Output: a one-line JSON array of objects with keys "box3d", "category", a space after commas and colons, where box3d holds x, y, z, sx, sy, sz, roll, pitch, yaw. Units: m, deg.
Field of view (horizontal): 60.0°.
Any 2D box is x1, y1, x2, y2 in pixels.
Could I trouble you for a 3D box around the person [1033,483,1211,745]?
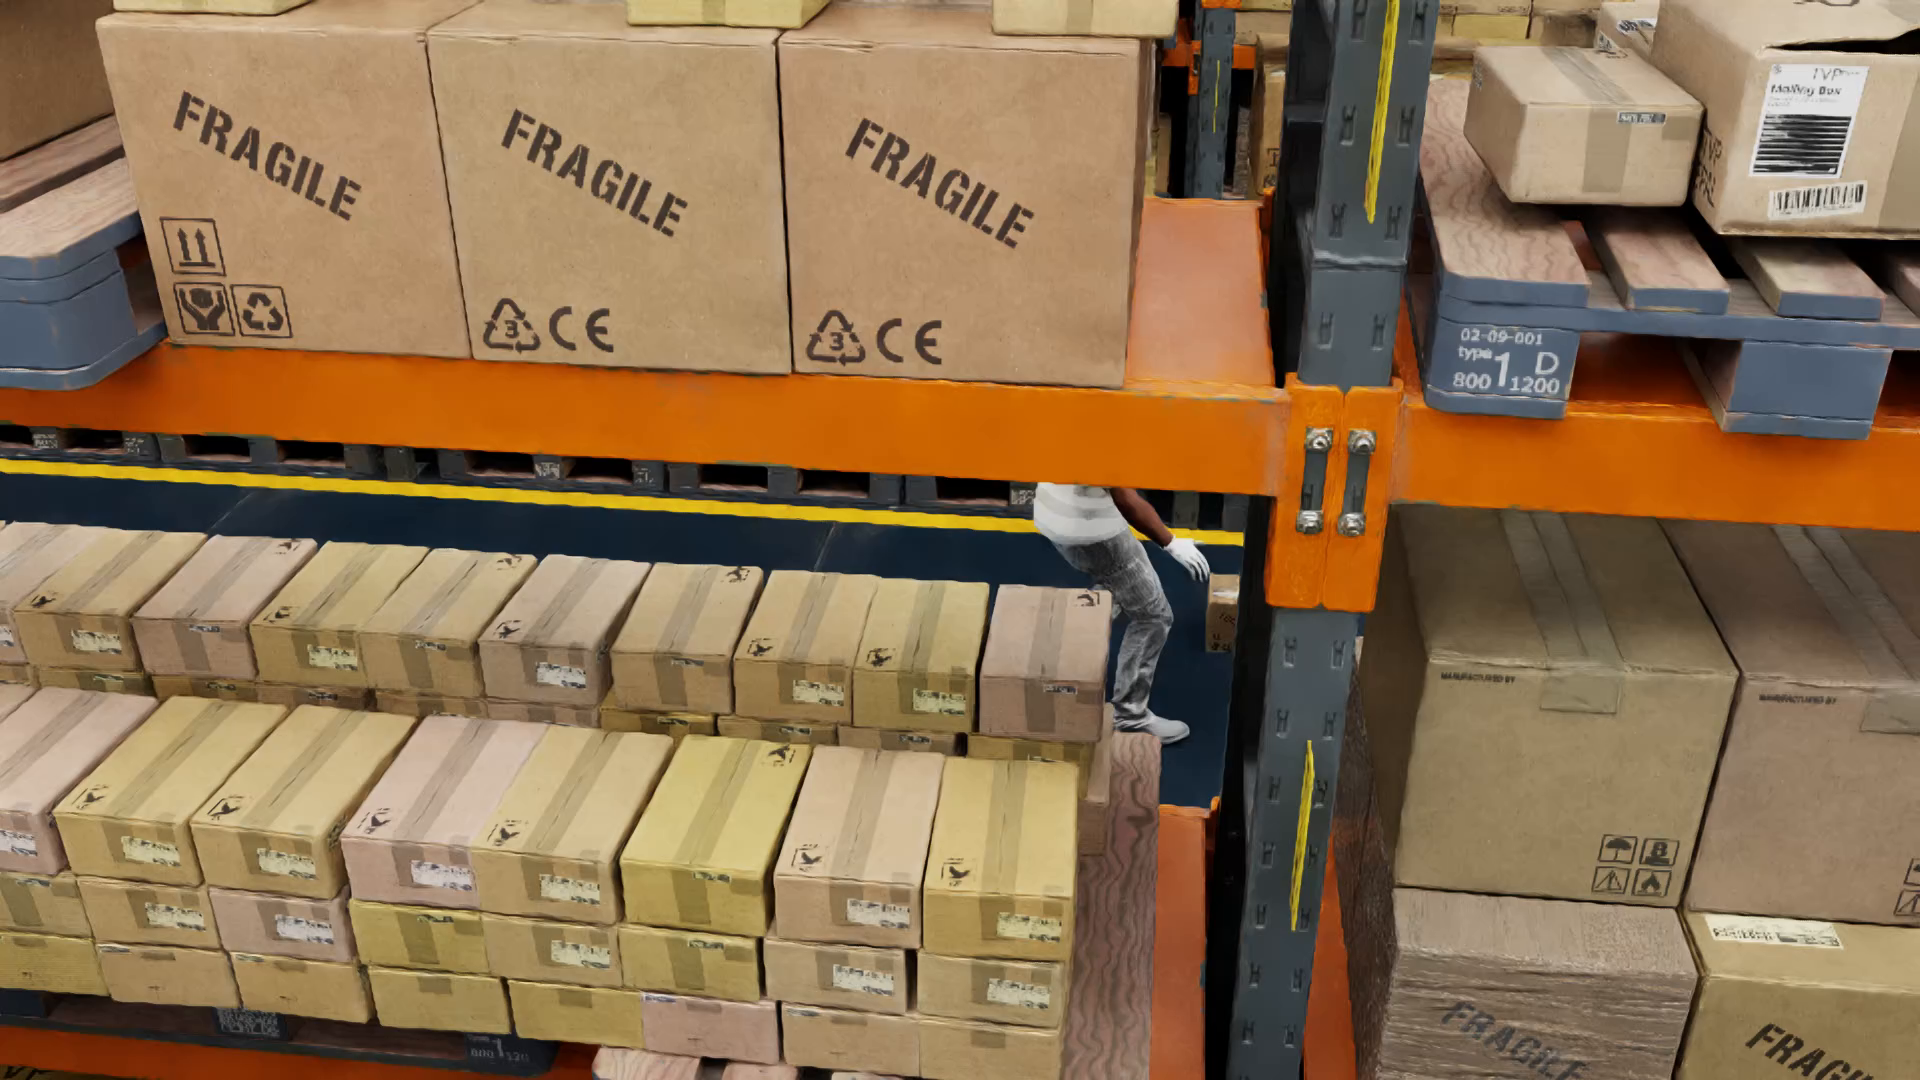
[{"box3d": [0.566, -0.066, 6.340, 0.501, 1.678, 0.848, -9, 29, -16], "category": "person"}]
